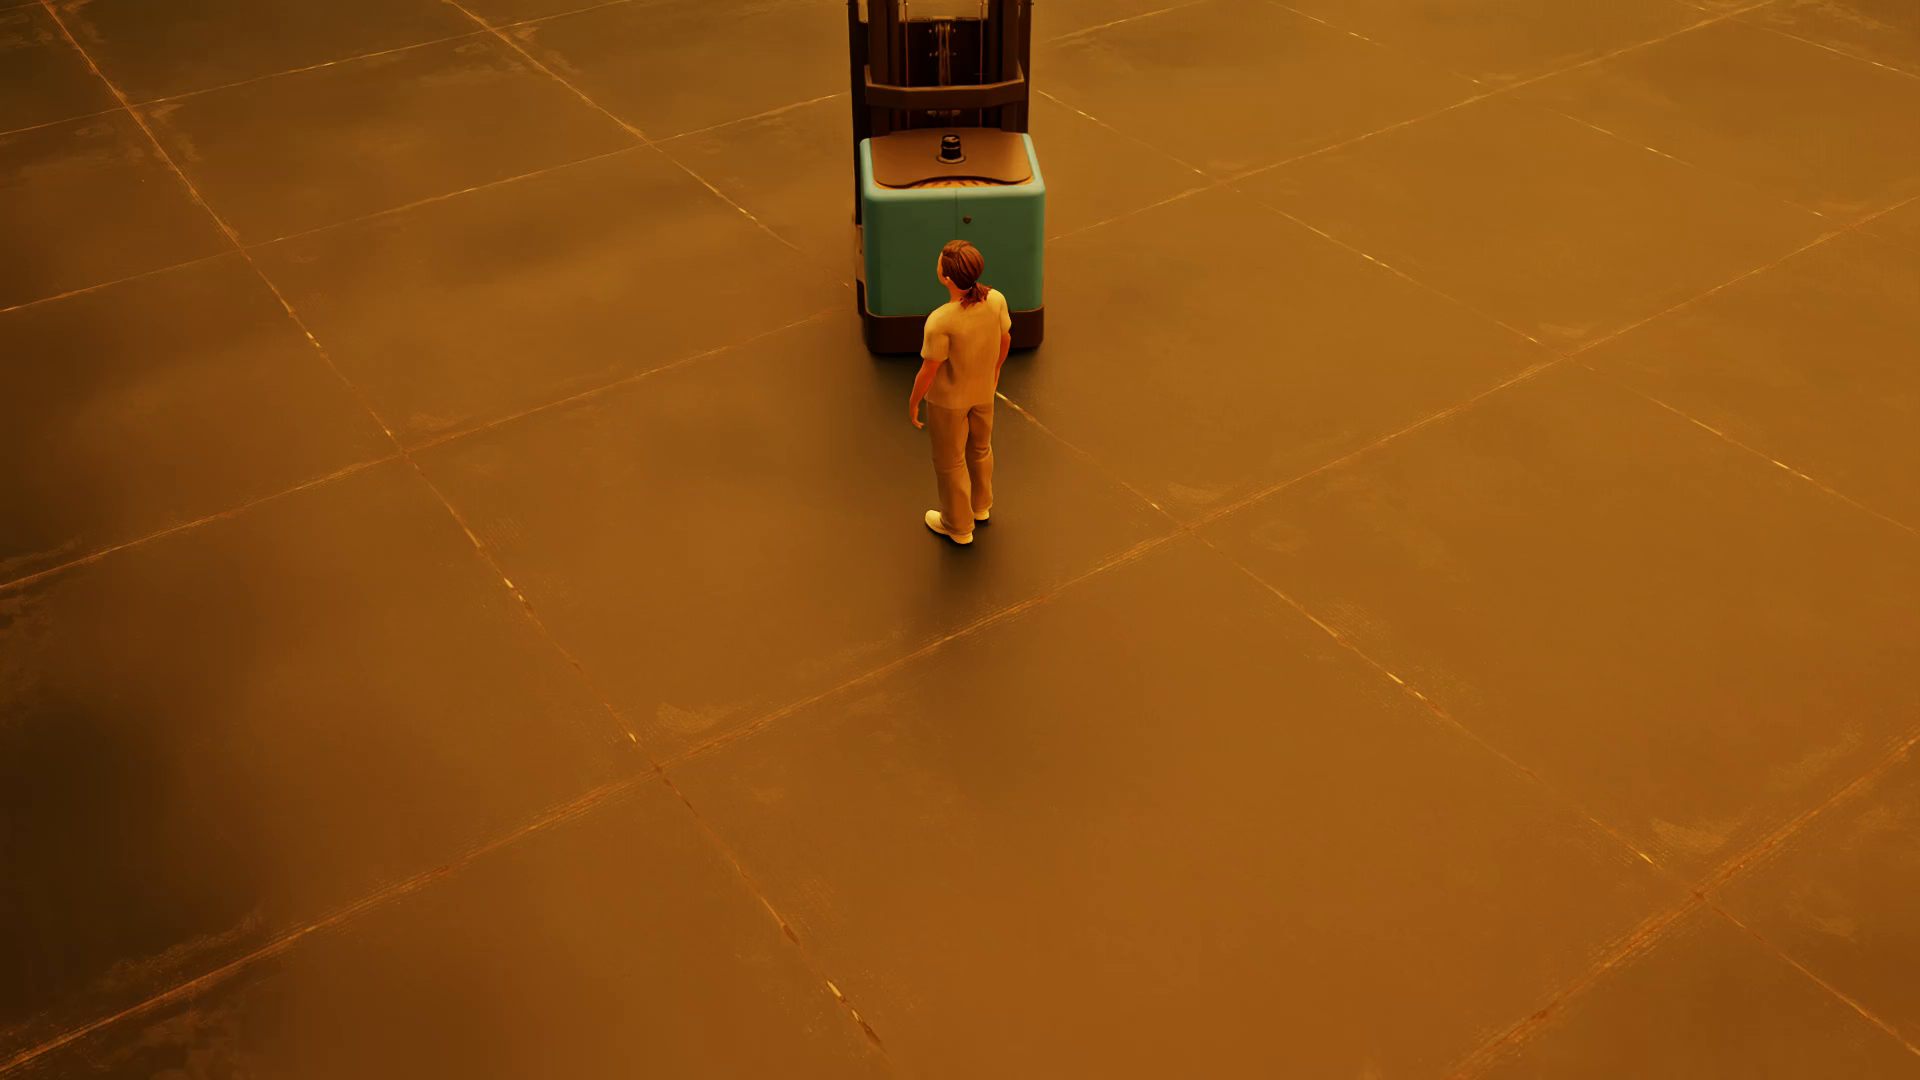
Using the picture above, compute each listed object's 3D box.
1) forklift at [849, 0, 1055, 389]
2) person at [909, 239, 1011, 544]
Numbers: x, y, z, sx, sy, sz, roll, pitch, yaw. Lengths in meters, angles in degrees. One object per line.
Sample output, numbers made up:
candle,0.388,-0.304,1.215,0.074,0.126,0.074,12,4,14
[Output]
forklift,-0.110,-2.898,9.864,1.130,2.935,3.031,-3,37,-4
person,-0.031,-0.720,7.962,0.549,1.674,0.548,-23,42,-28
